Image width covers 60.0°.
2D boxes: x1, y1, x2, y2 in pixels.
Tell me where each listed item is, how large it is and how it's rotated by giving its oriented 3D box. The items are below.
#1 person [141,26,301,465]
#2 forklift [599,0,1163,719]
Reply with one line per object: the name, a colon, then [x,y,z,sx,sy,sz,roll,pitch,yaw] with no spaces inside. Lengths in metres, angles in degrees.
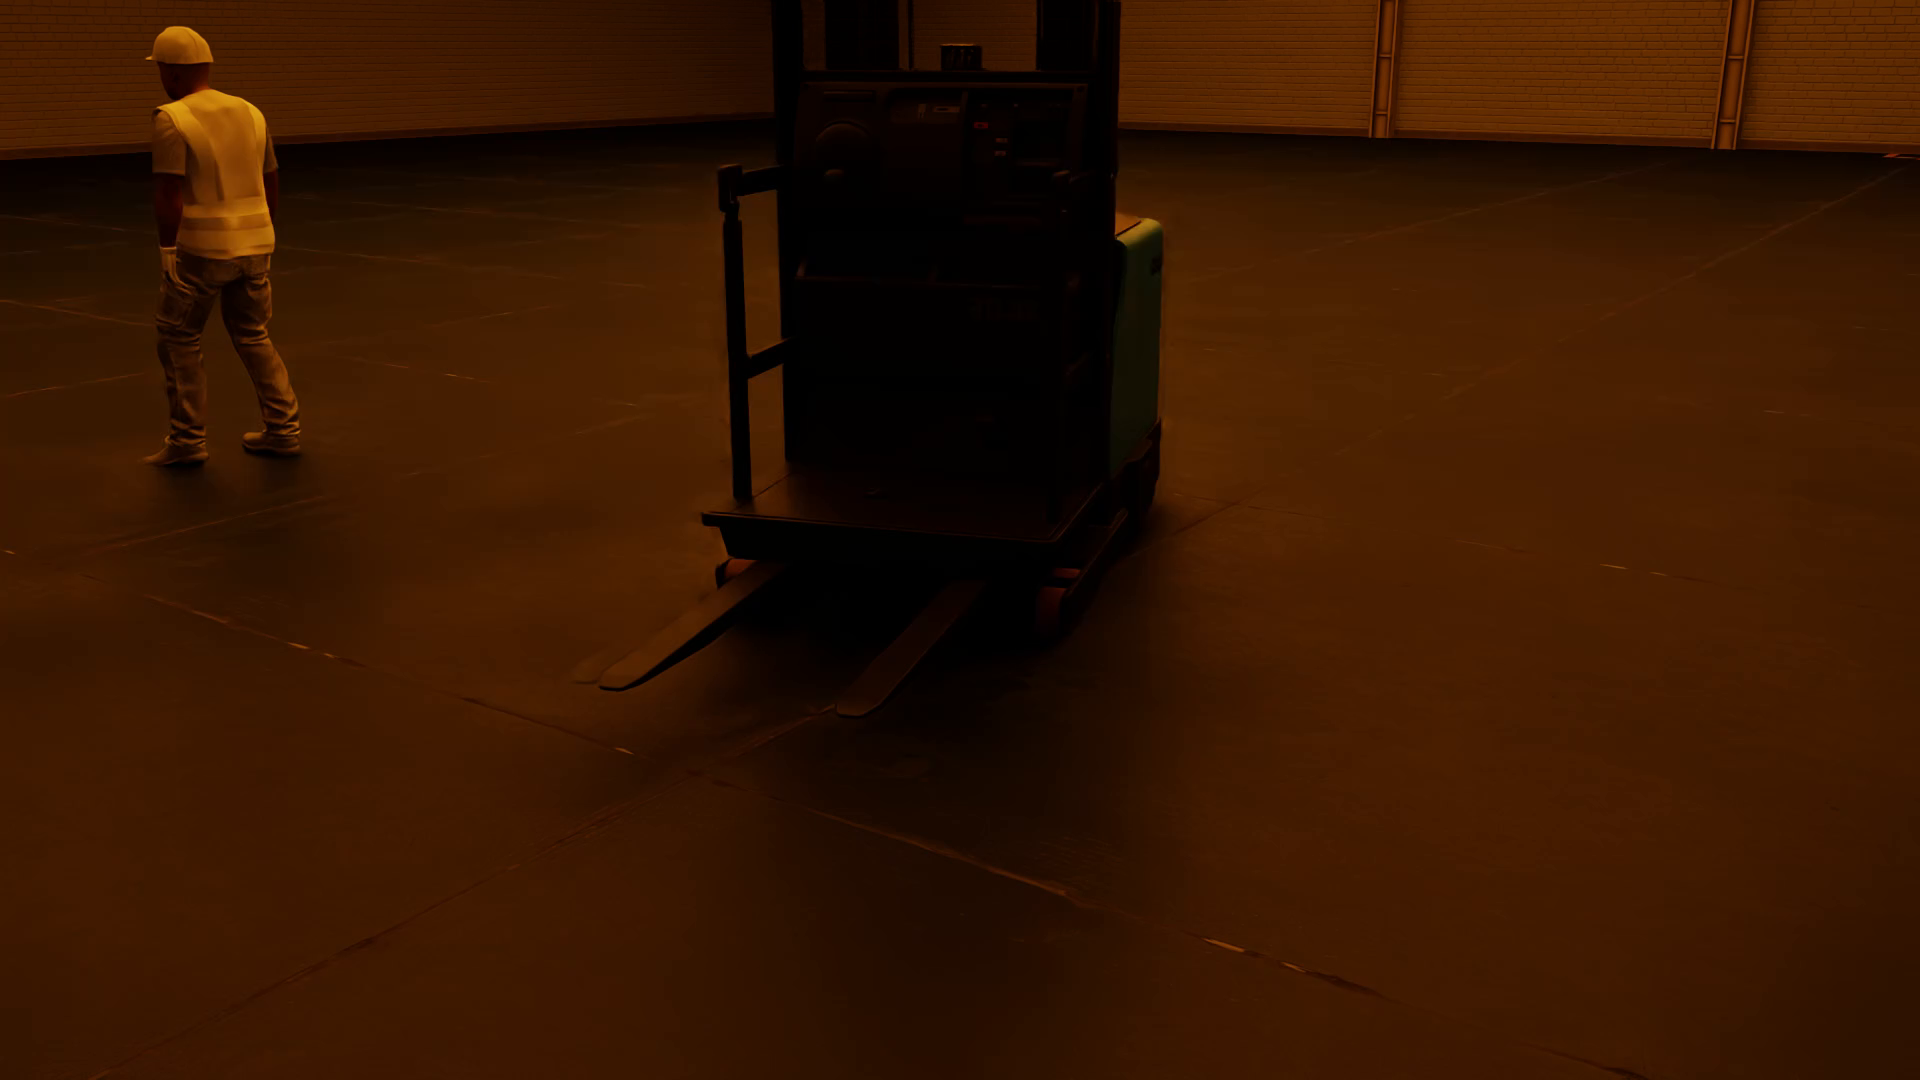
person: [-3.143,-1.207,6.955,0.509,1.800,0.641,7,18,24]
forklift: [-0.125,-1.228,4.938,1.130,2.935,3.031,5,17,16]
